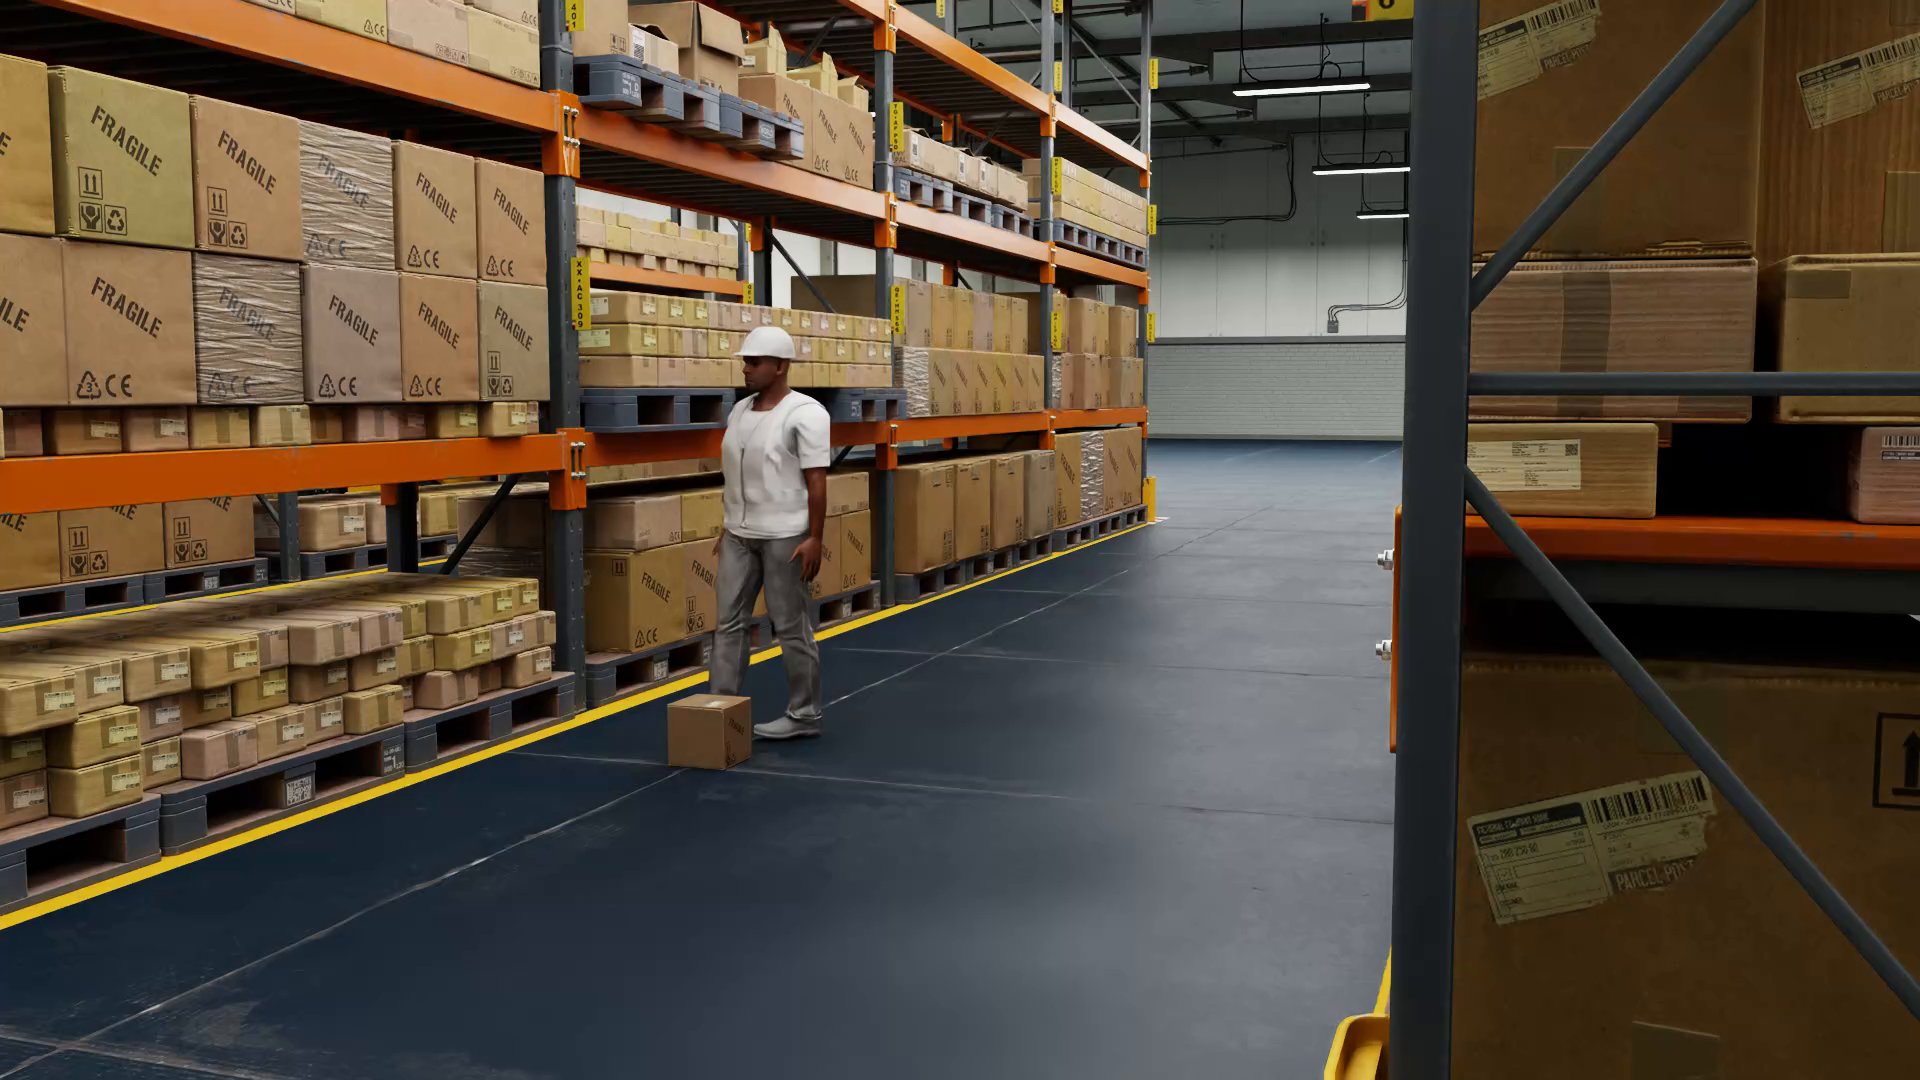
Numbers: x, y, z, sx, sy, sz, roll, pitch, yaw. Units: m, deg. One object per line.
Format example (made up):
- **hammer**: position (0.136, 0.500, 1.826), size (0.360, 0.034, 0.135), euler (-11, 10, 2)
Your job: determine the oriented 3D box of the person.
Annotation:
- **person**: position (-0.879, -0.016, 7.015), size (0.577, 1.761, 0.625), euler (4, 7, 38)
